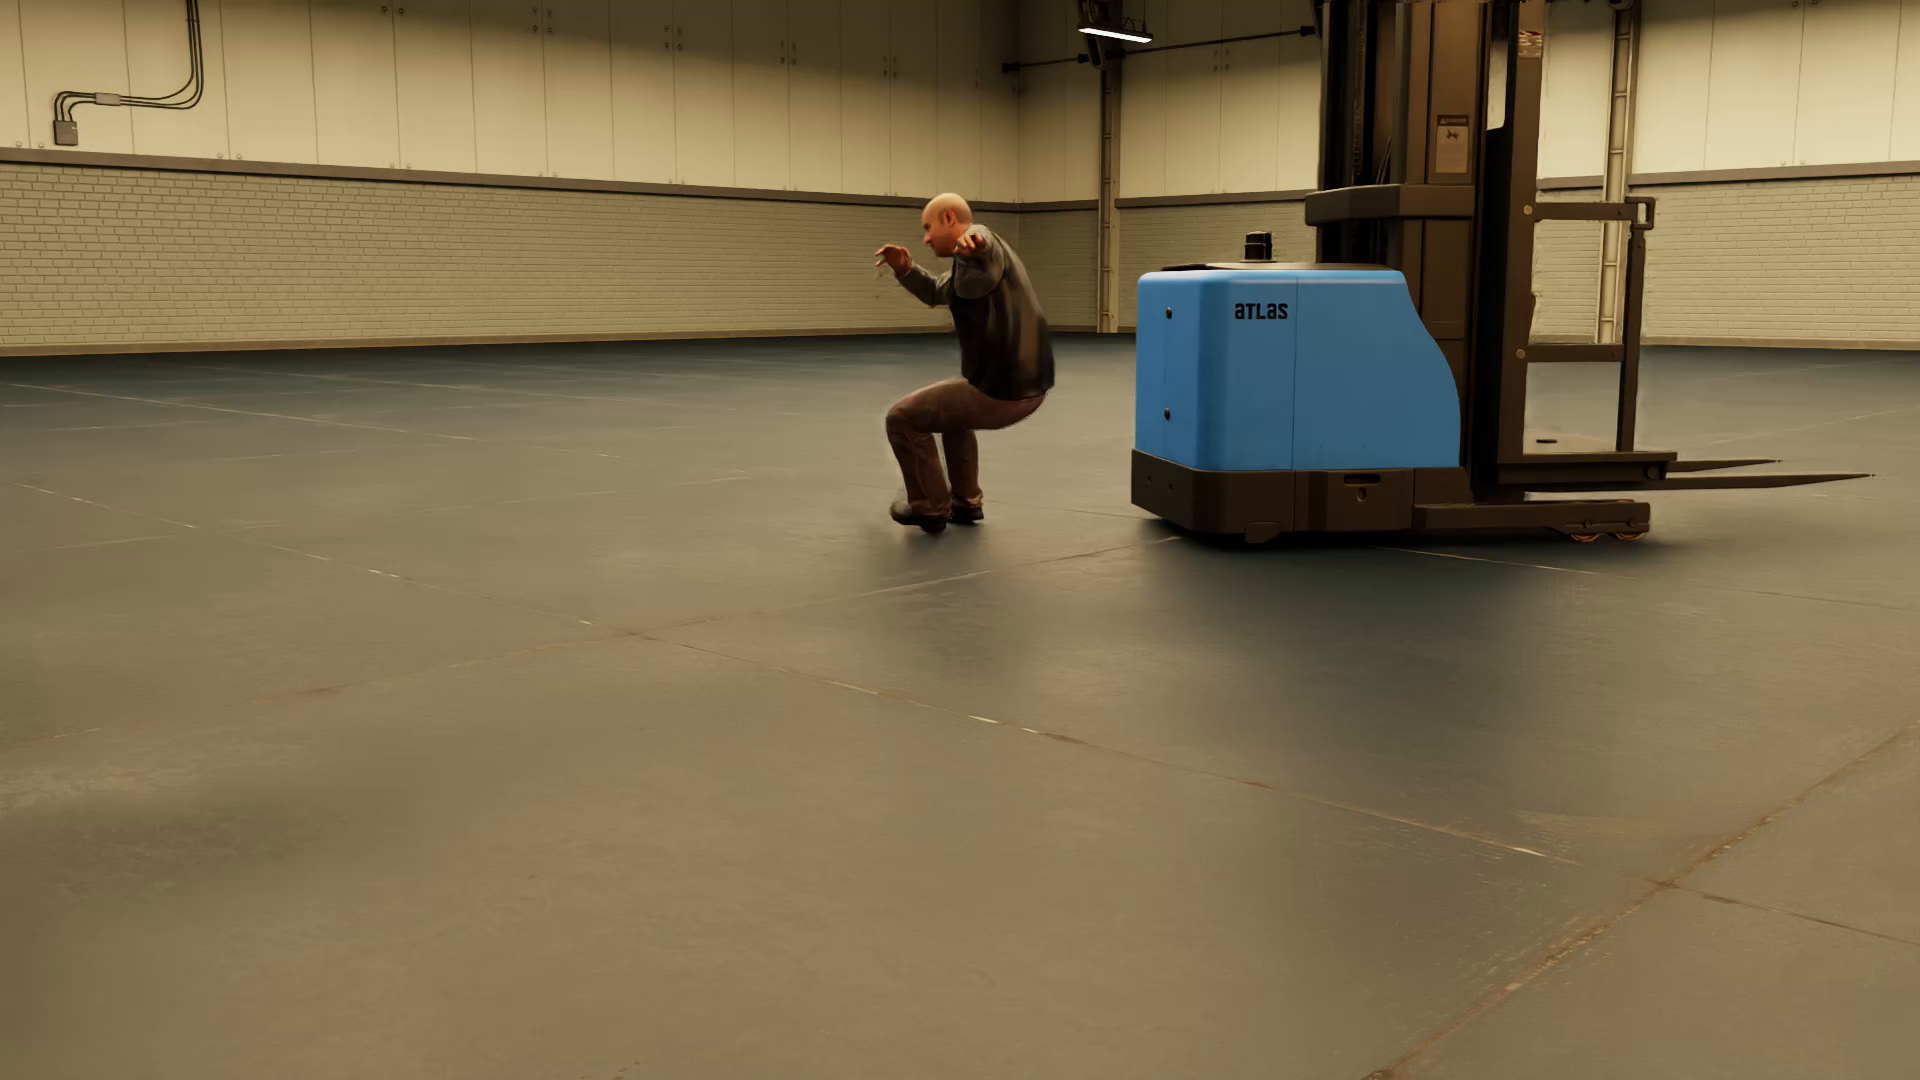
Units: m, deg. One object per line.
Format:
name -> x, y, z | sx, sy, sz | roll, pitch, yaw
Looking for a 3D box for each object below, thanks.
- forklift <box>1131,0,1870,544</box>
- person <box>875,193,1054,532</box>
forklift -> 2.317, -1.515, 6.935 | 3.031, 2.935, 1.130 | -2, 9, -10
person -> -0.031, -0.662, 6.551 | 0.733, 1.401, 1.376 | 3, 9, 17
